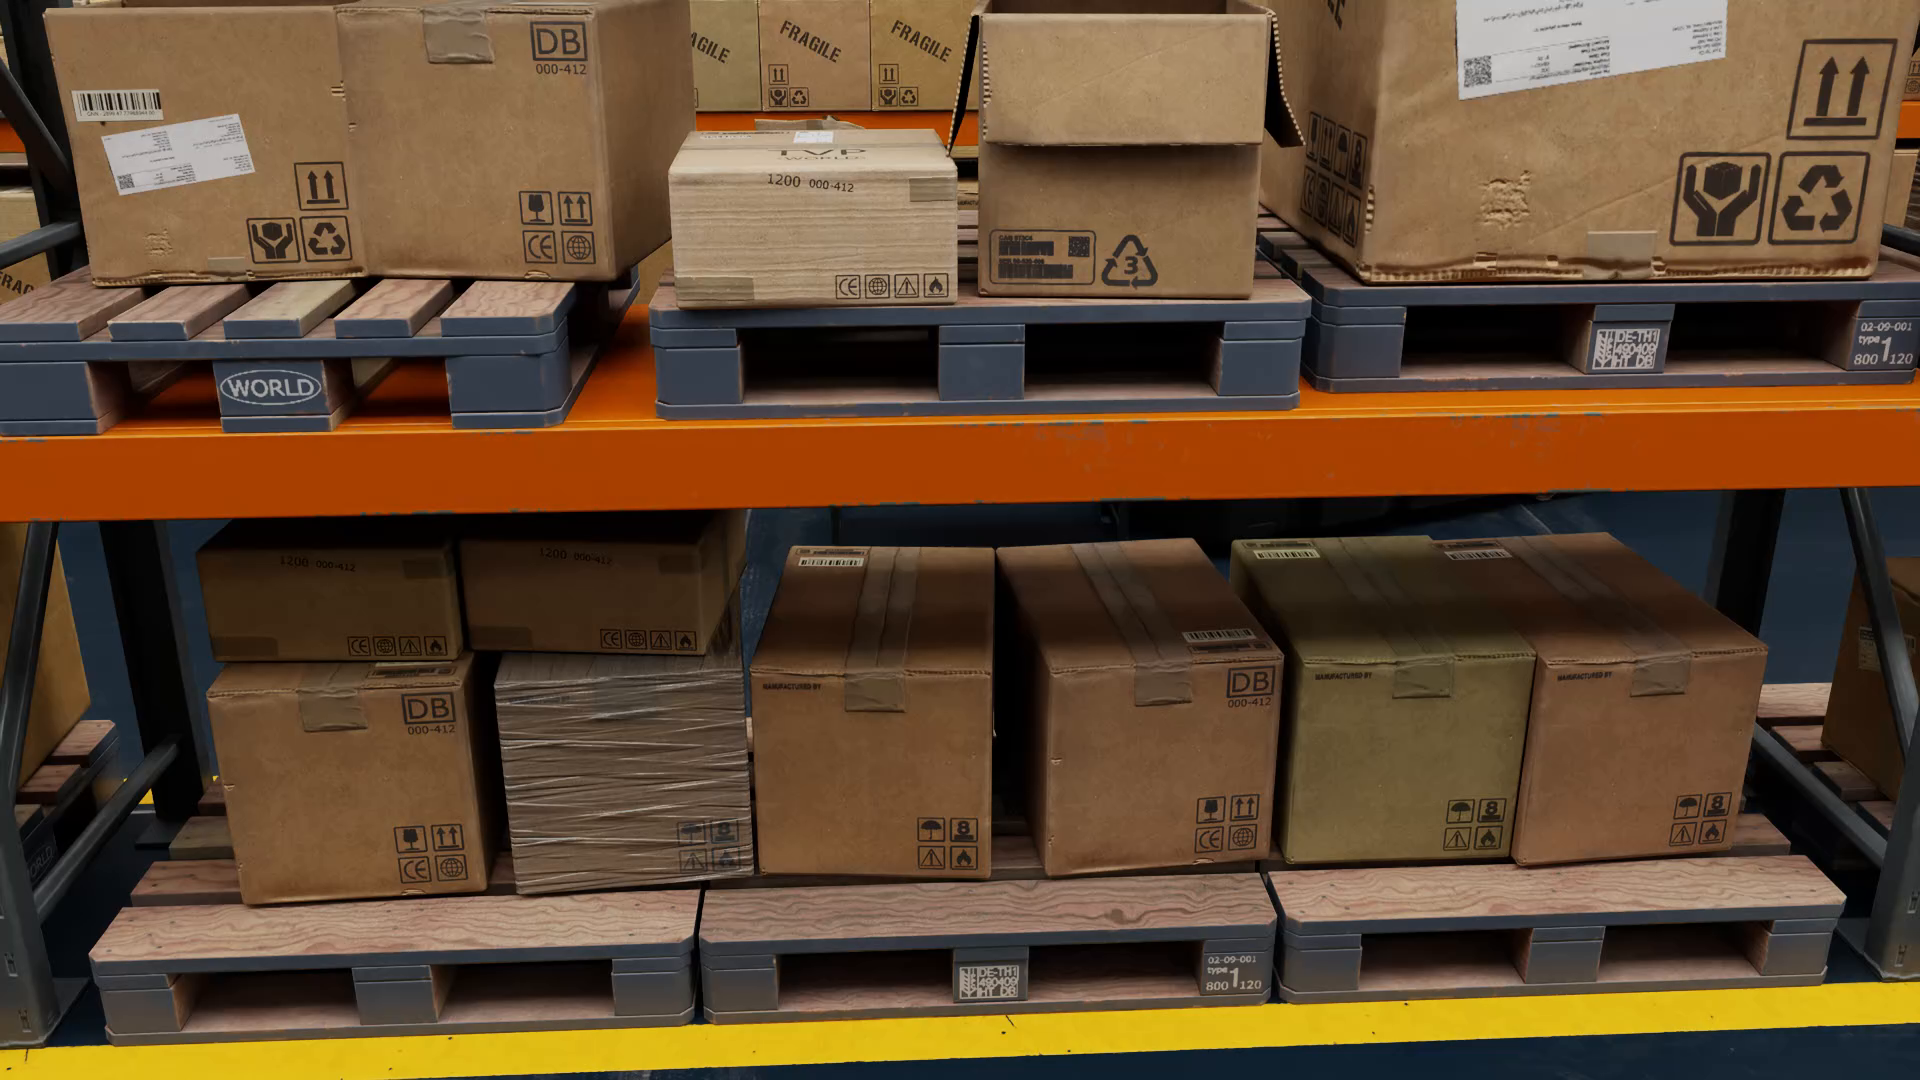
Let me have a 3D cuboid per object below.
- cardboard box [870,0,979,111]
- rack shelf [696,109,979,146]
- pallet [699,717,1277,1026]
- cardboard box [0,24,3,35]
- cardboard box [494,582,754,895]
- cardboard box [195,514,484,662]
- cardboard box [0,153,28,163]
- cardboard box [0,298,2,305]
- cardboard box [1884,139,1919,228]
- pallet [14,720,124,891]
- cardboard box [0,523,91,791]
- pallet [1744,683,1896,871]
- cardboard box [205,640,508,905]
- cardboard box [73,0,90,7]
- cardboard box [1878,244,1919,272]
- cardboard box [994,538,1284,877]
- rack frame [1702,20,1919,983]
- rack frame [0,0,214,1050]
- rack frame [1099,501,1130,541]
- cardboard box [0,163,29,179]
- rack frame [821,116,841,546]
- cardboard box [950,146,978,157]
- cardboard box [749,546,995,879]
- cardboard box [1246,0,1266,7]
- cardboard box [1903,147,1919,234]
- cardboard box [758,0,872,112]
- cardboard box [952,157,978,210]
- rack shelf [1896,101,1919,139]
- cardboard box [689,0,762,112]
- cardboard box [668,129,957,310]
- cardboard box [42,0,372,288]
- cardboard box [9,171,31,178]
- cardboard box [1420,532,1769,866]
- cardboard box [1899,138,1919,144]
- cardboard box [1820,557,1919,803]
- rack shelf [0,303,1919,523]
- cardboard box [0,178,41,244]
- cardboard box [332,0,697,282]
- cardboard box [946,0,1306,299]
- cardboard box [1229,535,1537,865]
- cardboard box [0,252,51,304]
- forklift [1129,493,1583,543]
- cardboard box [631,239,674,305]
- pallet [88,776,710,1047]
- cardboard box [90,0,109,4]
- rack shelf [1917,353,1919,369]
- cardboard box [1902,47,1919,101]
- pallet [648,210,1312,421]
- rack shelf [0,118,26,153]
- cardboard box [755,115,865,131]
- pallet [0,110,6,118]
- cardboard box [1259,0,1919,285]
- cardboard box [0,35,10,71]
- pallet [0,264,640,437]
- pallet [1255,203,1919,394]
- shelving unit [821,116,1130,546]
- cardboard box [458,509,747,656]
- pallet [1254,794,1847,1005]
[{"bbox_3d":[-0.171,-2.295,7.792,0.500,0.500,0.500,-1,21,-4],"label":"cardboard box"},{"bbox_3d":[-0.146,-2.008,8.191,4.000,0.370,1.077,-1,21,-3],"label":"rack shelf"},{"bbox_3d":[0.035,0.724,3.922,1.213,0.211,1.003,-1,21,-3],"label":"pallet"},{"bbox_3d":[-4.156,-2.318,7.337,0.250,0.149,0.380,-2,21,-4],"label":"cardboard box"},{"bbox_3d":[-0.740,0.386,3.786,0.500,0.500,0.700,-3,21,-8],"label":"cardboard box"},{"bbox_3d":[-1.294,0.048,3.620,0.500,0.250,0.500,0,21,-1],"label":"cardboard box"},{"bbox_3d":[-7.153,-3.003,12.804,0.875,0.438,0.875,-1,21,-4],"label":"cardboard box"},{"bbox_3d":[-2.462,-0.673,3.533,0.500,0.500,0.500,-1,21,-1],"label":"cardboard box"},{"bbox_3d":[4.292,-1.614,8.540,0.875,0.875,0.875,-1,21,-4],"label":"cardboard box"},{"bbox_3d":[-2.752,0.753,3.848,1.213,0.211,1.003,-1,21,-3],"label":"pallet"},{"bbox_3d":[-2.651,0.263,3.609,0.875,0.875,1.225,-2,21,-6],"label":"cardboard box"},{"bbox_3d":[2.701,0.656,4.102,1.213,0.211,1.003,-1,21,-3],"label":"pallet"},{"bbox_3d":[-1.293,0.402,3.744,0.500,0.500,0.700,-2,21,-6],"label":"cardboard box"},{"bbox_3d":[-3.898,-2.323,7.352,0.250,0.149,0.380,-1,21,-2],"label":"cardboard box"},{"bbox_3d":[2.231,-0.613,3.867,0.250,0.149,0.380,-1,21,-3],"label":"cardboard box"},{"bbox_3d":[0.383,0.361,3.852,0.500,0.500,0.700,-3,21,-8],"label":"cardboard box"},{"bbox_3d":[2.033,-0.621,3.537,0.127,3.000,1.000,-1,21,-3],"label":"rack frame"},{"bbox_3d":[-1.961,-0.540,3.323,0.127,3.000,1.000,-1,21,-3],"label":"rack frame"},{"bbox_3d":[0.564,-0.708,5.873,0.032,1.500,0.500,-1,21,-3],"label":"rack frame"},{"bbox_3d":[-4.893,-1.712,8.270,0.500,0.250,0.500,0,21,0],"label":"cardboard box"},{"bbox_3d":[-0.451,-0.686,5.815,0.032,1.500,0.500,-1,21,-3],"label":"rack frame"},{"bbox_3d":[0.226,-3.082,13.104,0.625,0.372,0.950,0,21,0],"label":"cardboard box"},{"bbox_3d":[-0.174,0.372,3.822,0.500,0.500,0.700,1,21,1],"label":"cardboard box"},{"bbox_3d":[1.345,-2.326,7.875,0.500,0.500,0.500,-1,21,-3],"label":"cardboard box"},{"bbox_3d":[2.485,-0.794,3.432,0.500,0.500,0.875,-1,21,-3],"label":"cardboard box"},{"bbox_3d":[-0.668,-2.285,7.767,0.500,0.500,0.500,-1,21,-3],"label":"cardboard box"},{"bbox_3d":[0.273,-1.467,8.331,0.750,0.750,1.050,-1,21,-3],"label":"cardboard box"},{"bbox_3d":[3.847,-2.090,8.405,4.000,0.370,1.077,-1,21,-3],"label":"rack shelf"},{"bbox_3d":[-1.172,-2.275,7.741,0.500,0.500,0.500,-1,21,-4],"label":"cardboard box"},{"bbox_3d":[-0.274,-0.618,3.150,0.500,0.250,0.500,-2,21,-5],"label":"cardboard box"},{"bbox_3d":[-1.424,-0.808,3.297,0.500,0.500,0.500,-4,21,-10],"label":"cardboard box"},{"bbox_3d":[-4.367,-1.728,8.312,0.500,0.250,0.500,-2,21,-5],"label":"cardboard box"},{"bbox_3d":[1.418,0.346,3.891,0.500,0.500,0.700,-3,21,-7],"label":"cardboard box"},{"bbox_3d":[5.171,-1.632,8.589,0.875,0.875,0.875,-1,21,-3],"label":"cardboard box"},{"bbox_3d":[2.434,0.357,3.891,0.500,0.500,0.500,-2,21,-5],"label":"cardboard box"},{"bbox_3d":[0.036,-0.244,3.558,4.000,0.370,1.077,-1,21,-3],"label":"rack shelf"},{"bbox_3d":[-4.343,-1.543,7.826,0.500,0.250,0.500,0,21,-1],"label":"cardboard box"},{"bbox_3d":[-0.872,-0.855,3.420,0.500,0.500,0.700,2,21,5],"label":"cardboard box"},{"bbox_3d":[0.307,-0.798,3.265,0.637,0.503,0.797,1,21,2],"label":"cardboard box"},{"bbox_3d":[0.941,0.349,3.883,0.500,0.500,0.700,-1,21,-3],"label":"cardboard box"},{"bbox_3d":[-4.333,-1.198,7.975,0.500,0.500,0.500,-1,21,-2],"label":"cardboard box"},{"bbox_3d":[1.980,-1.681,6.416,3.031,2.935,1.130,-10,23,-24],"label":"forklift"},{"bbox_3d":[-1.530,-1.429,8.231,0.750,0.750,1.050,-1,21,-4],"label":"cardboard box"},{"bbox_3d":[-1.181,0.748,3.860,1.213,0.211,1.003,-1,21,-3],"label":"pallet"},{"bbox_3d":[-3.638,-2.329,7.366,0.250,0.149,0.380,-1,21,-3],"label":"cardboard box"},{"bbox_3d":[4.029,-0.326,3.771,4.000,0.370,1.077,-1,21,-3],"label":"rack shelf"},{"bbox_3d":[4.362,-2.527,8.332,0.550,0.550,0.875,-1,21,-3],"label":"cardboard box"},{"bbox_3d":[0.013,-0.505,3.501,1.213,0.211,1.003,-1,21,-3],"label":"pallet"},{"bbox_3d":[-4.140,-1.927,7.978,4.000,0.370,1.077,-1,21,-3],"label":"rack shelf"},{"bbox_3d":[-0.311,-0.803,3.613,0.258,0.266,0.396,-2,21,-5],"label":"cardboard box"},{"bbox_3d":[-4.117,-2.159,7.847,1.213,0.211,1.003,-1,21,-3],"label":"pallet"},{"bbox_3d":[1.231,-1.131,3.444,1.000,1.000,1.000,-1,21,-3],"label":"cardboard box"},{"bbox_3d":[-4.162,-2.179,7.390,0.250,0.149,0.380,-2,21,-6],"label":"cardboard box"},{"bbox_3d":[-1.255,-0.503,3.495,1.003,0.211,1.213,-1,21,-3],"label":"pallet"},{"bbox_3d":[1.261,-0.568,3.666,1.213,0.211,1.003,-1,21,-3],"label":"pallet"},{"bbox_3d":[0.057,-0.697,5.844,1.048,1.500,0.538,-1,21,-3],"label":"shelving unit"},{"bbox_3d":[-0.765,0.034,3.658,0.500,0.250,0.500,1,21,3],"label":"cardboard box"},{"bbox_3d":[1.255,0.698,3.990,1.213,0.211,1.003,-1,21,-3],"label":"pallet"}]
